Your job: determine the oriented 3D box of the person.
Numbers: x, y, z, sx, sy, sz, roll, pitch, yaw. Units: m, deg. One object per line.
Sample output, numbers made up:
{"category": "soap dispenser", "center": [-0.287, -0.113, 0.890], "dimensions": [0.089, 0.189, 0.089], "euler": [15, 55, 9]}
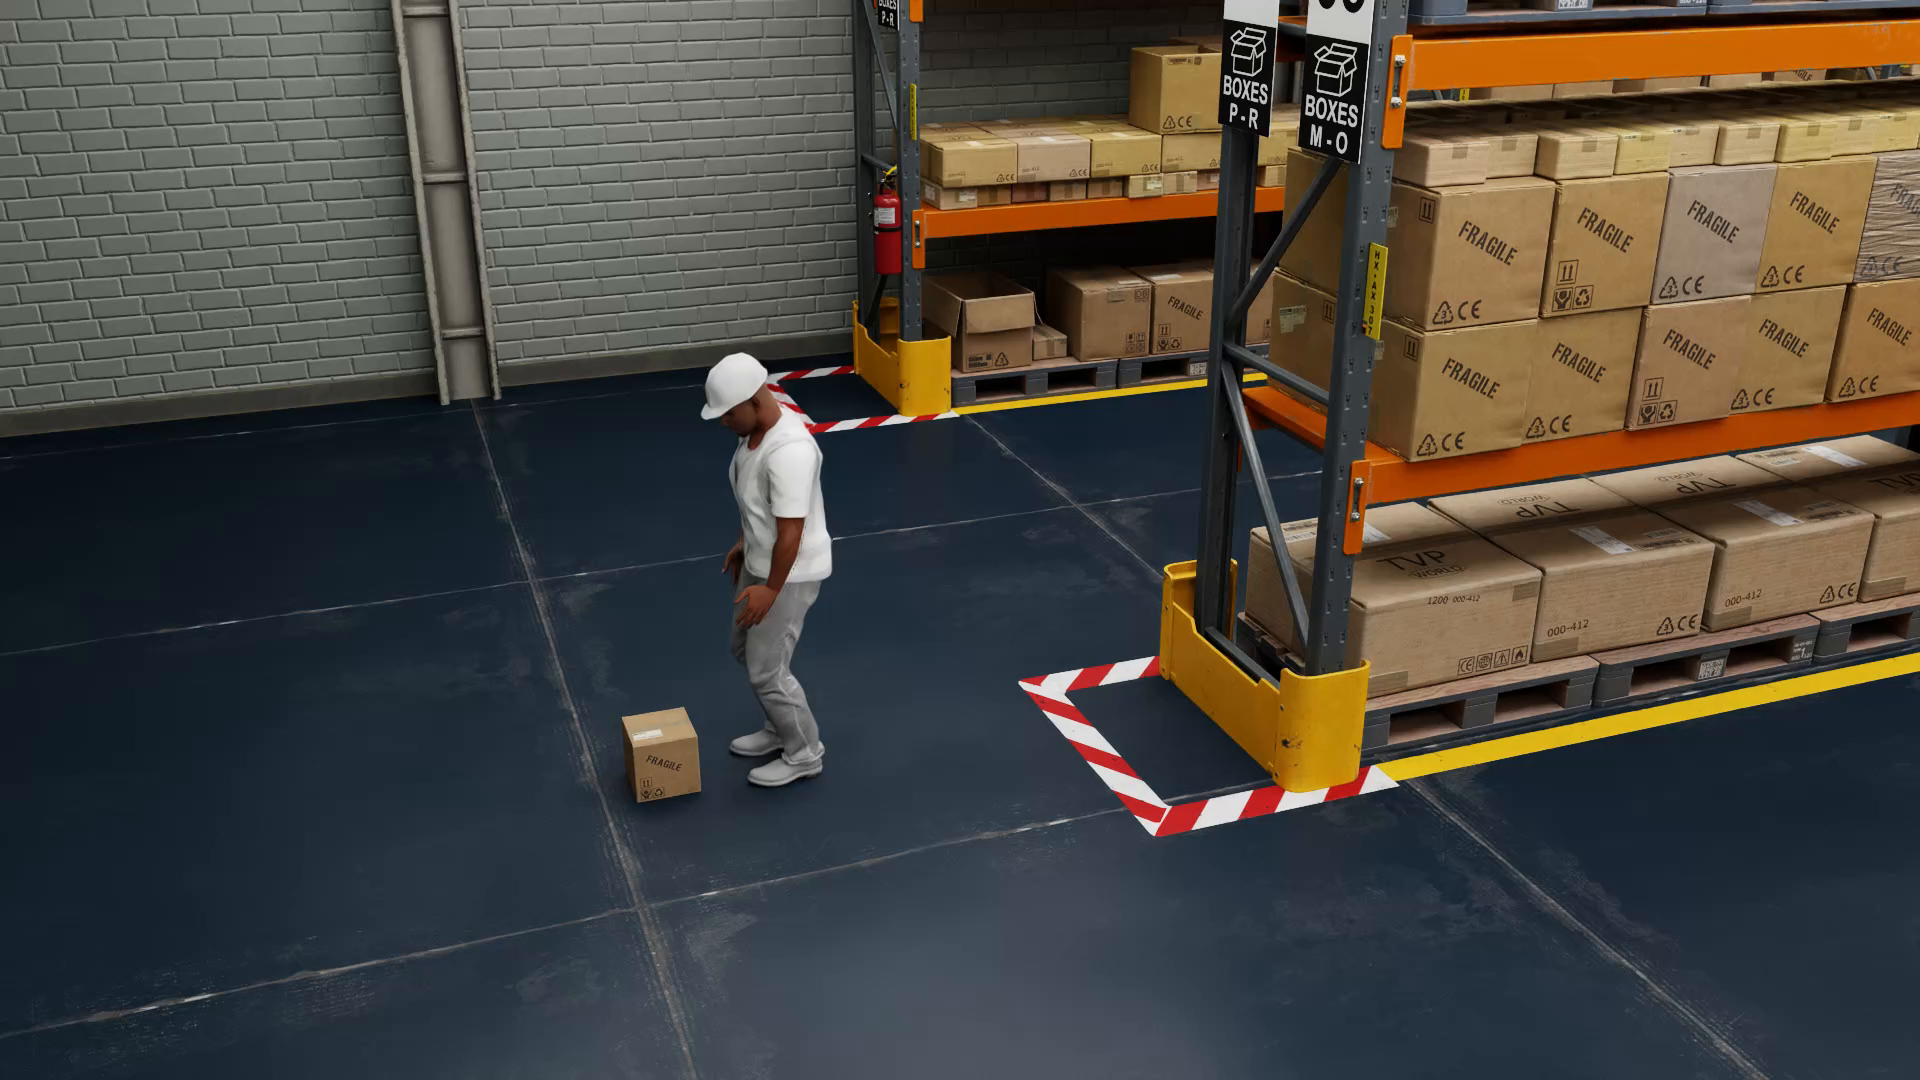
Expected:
{"category": "person", "center": [-0.725, 0.114, 6.353], "dimensions": [0.453, 1.718, 0.591], "euler": [-8, 24, -18]}
